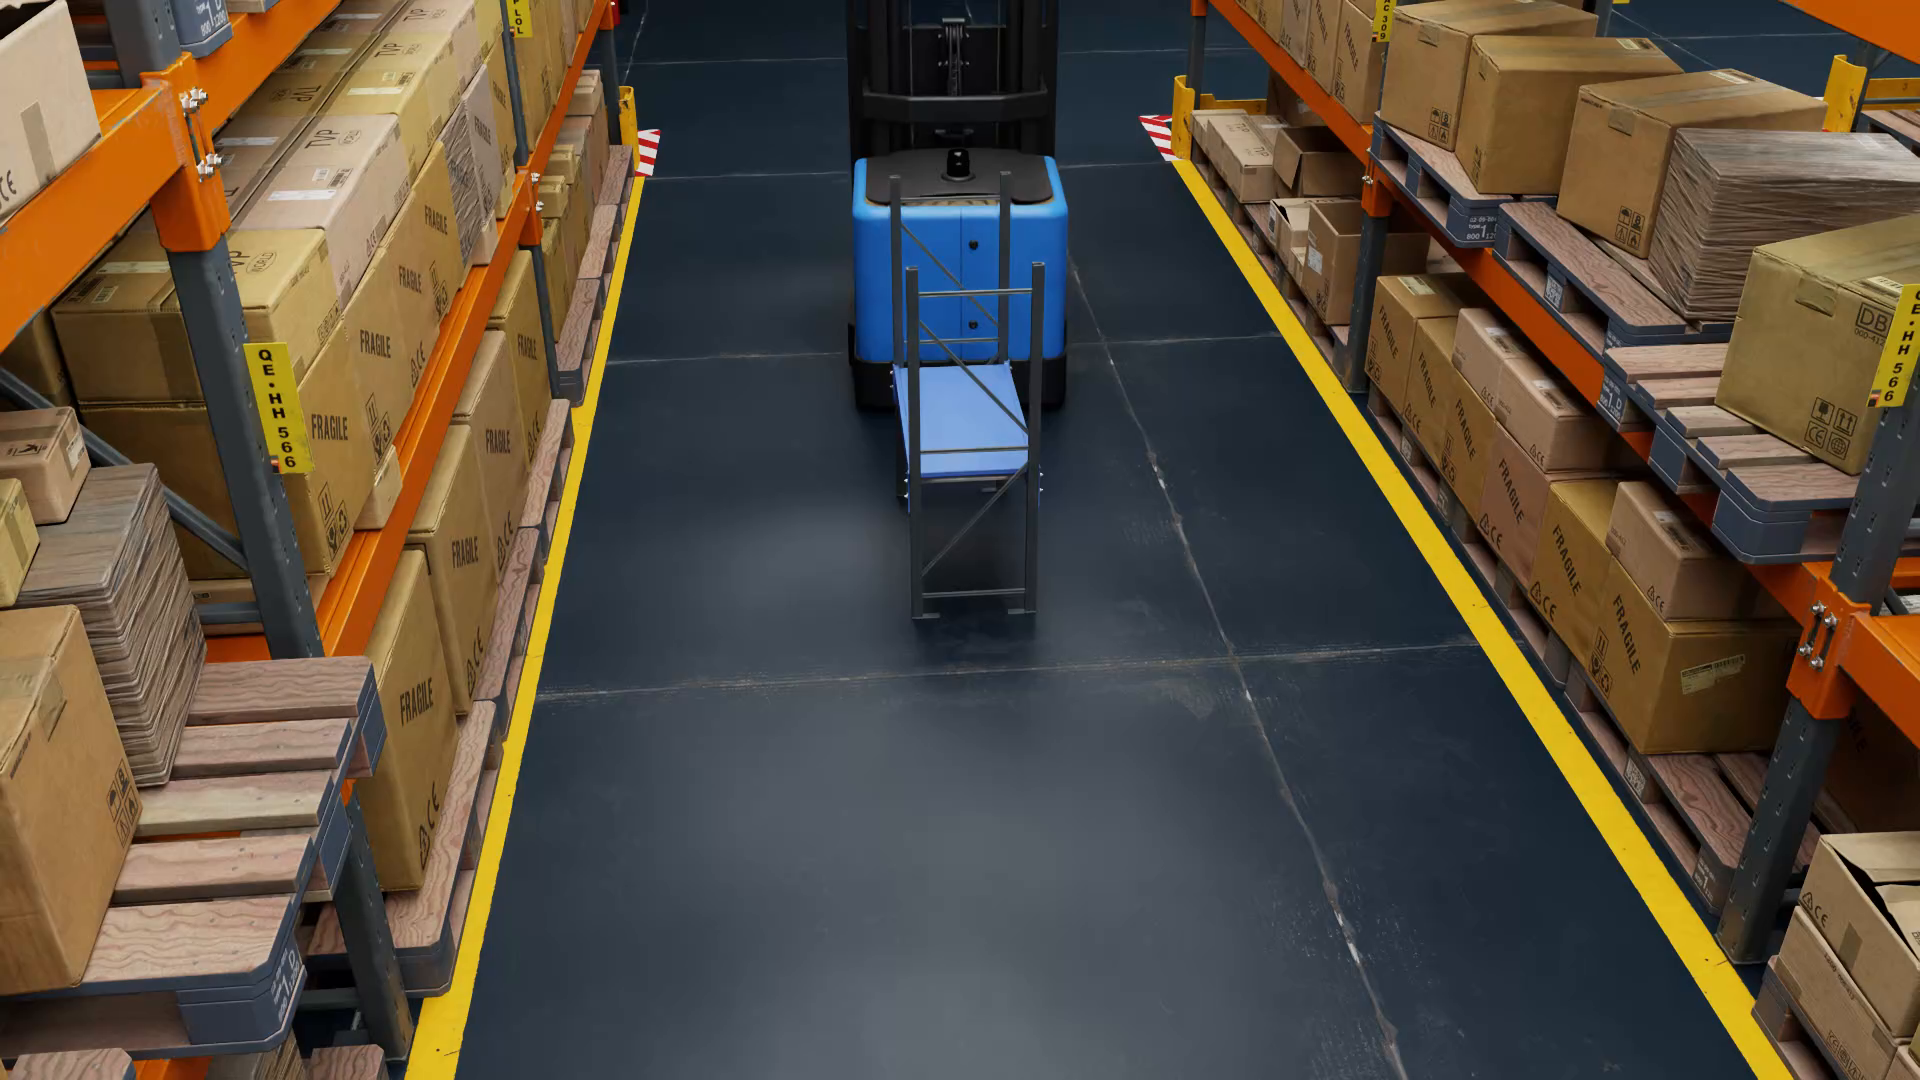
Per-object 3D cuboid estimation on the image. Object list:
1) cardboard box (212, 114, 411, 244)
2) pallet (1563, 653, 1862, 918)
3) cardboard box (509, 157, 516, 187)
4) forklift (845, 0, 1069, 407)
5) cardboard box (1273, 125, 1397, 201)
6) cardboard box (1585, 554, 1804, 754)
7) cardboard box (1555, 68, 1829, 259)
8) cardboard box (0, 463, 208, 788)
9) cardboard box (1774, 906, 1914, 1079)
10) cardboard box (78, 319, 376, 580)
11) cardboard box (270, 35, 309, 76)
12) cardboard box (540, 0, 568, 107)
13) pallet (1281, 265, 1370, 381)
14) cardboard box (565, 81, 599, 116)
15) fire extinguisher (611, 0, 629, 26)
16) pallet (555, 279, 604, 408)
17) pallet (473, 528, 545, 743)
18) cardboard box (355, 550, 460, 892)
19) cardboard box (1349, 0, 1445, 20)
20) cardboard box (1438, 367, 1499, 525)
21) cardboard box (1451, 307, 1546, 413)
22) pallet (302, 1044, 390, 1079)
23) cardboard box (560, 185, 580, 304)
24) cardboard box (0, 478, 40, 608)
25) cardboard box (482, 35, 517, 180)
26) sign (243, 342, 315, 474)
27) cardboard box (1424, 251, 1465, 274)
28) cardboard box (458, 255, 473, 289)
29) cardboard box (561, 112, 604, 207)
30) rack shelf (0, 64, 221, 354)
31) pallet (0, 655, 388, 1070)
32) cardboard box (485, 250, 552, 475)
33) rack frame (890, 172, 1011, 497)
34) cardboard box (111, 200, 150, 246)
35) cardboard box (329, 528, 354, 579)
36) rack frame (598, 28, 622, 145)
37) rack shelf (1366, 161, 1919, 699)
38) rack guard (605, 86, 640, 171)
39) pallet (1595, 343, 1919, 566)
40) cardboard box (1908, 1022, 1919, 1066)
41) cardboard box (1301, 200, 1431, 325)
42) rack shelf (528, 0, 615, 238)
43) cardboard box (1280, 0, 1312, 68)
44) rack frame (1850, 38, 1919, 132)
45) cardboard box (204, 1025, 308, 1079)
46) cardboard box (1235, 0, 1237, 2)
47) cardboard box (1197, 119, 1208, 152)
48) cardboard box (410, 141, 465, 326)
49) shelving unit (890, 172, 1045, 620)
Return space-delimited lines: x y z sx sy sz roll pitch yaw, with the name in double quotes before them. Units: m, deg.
"cardboard box" -1.971 -1.076 4.988 0.500 0.250 0.500 -3 31 -4
"pallet" 2.816 0.773 5.749 1.003 0.211 1.213 -3 31 -5
"cardboard box" -2.144 -1.585 7.205 0.380 0.149 0.250 -2 31 -4
"forklift" -0.050 -2.639 8.810 1.130 2.935 3.031 -1 31 -2
"cardboard box" 2.294 -2.159 9.945 0.797 0.503 0.637 -3 31 -5
"cardboard box" 2.527 0.377 5.702 0.500 0.500 0.500 -2 31 -3
"cardboard box" 2.701 -1.407 6.174 0.700 0.500 0.500 -11 32 -17
"cardboard box" -2.030 0.206 3.453 0.700 0.500 0.500 -6 31 -10
"cardboard box" 2.605 1.241 4.519 0.500 0.250 0.500 -3 31 -5
"cardboard box" -1.874 -0.241 4.321 0.500 0.500 0.500 -2 31 -3
"cardboard box" -2.566 -1.575 5.824 0.500 0.250 0.500 -4 31 -6
"cardboard box" -2.555 -2.623 8.424 0.980 0.700 0.700 -4 31 -6
"pallet" 2.411 -1.236 9.114 1.003 0.211 1.213 -3 31 -5
"cardboard box" -2.448 -2.732 10.294 0.380 0.149 0.250 -2 31 -3
"fire extinguisher" -2.386 -3.792 11.112 0.296 0.674 0.183 -3 31 -5
"pallet" -2.450 -1.039 8.783 1.003 0.211 1.213 -3 31 -5
"pallet" -2.193 0.368 6.428 1.003 0.211 1.213 -3 31 -5
"cardboard box" -2.022 0.559 5.075 0.750 0.750 0.750 -3 31 -5
"cardboard box" 2.169 -2.801 7.942 0.500 0.500 0.500 -3 31 -4
"cardboard box" 2.377 -0.413 7.025 0.500 0.500 0.500 -2 31 -4
"cardboard box" 2.370 -0.752 6.860 0.500 0.250 0.500 -3 31 -4
"pallet" -2.012 1.795 4.040 1.003 0.211 1.213 -3 31 -5
"cardboard box" -2.469 -1.594 9.022 0.700 0.500 0.500 -3 31 -5
"cardboard box" -1.977 0.026 3.122 0.380 0.149 0.250 -8 32 -13
"cardboard box" -2.163 -1.799 6.930 0.500 0.500 0.500 -3 31 -5
"sign" -1.544 -0.295 3.768 0.100 0.325 0.005 -3 31 -5
"cardboard box" 2.650 -1.342 8.765 0.500 0.311 0.500 -3 31 -5
"cardboard box" -2.078 -1.063 6.331 0.380 0.149 0.250 -3 31 -5
"cardboard box" -2.619 -2.385 10.346 0.700 0.500 0.500 -3 31 -5
"rack shelf" -1.897 0.241 1.698 1.077 0.370 4.000 -3 31 -5
"pallet" -1.911 0.640 3.441 1.213 0.211 1.003 -3 31 -5
"cardboard box" -2.267 -0.776 7.310 0.750 0.750 0.750 -2 31 -4
"rack frame" -0.040 -0.860 7.227 0.500 1.500 0.032 -3 31 -5
"cardboard box" -2.429 -0.786 4.503 0.500 0.250 0.500 -4 31 -6
"cardboard box" -1.899 -0.011 4.568 0.380 0.149 0.250 -2 31 -4
"rack frame" -2.831 -3.886 10.831 1.000 3.000 0.127 -3 31 -5
"rack shelf" 2.661 -0.753 6.287 1.077 0.370 4.000 -3 31 -5
"rack guard" -2.833 -2.825 11.492 1.175 0.500 0.348 -3 31 -5
"pallet" 2.715 -0.301 5.016 1.213 0.211 1.003 -3 31 -5
"cardboard box" 2.662 1.268 3.927 0.500 0.311 0.500 -3 31 -6
"cardboard box" 2.139 -1.476 8.805 0.500 0.500 0.500 -3 31 -5
"rack shelf" -2.644 -2.556 9.306 1.077 0.370 4.000 -3 31 -5
"cardboard box" 2.072 -2.894 9.073 0.500 0.500 0.500 -2 31 -3
"rack frame" 7.033 -4.361 11.625 1.000 3.000 0.127 -3 31 -5
"cardboard box" -1.964 1.448 3.910 0.700 0.500 0.500 -2 31 -4
"cardboard box" 1.933 -3.666 10.365 0.500 0.500 0.500 -3 31 -5
"cardboard box" 1.821 -2.740 11.246 0.380 0.166 0.250 -3 31 -5
"cardboard box" -2.016 -1.028 5.638 0.500 0.500 0.500 -2 31 -3
"shelving unit" 0.008 -0.600 6.792 0.538 1.500 1.048 -3 31 -5
